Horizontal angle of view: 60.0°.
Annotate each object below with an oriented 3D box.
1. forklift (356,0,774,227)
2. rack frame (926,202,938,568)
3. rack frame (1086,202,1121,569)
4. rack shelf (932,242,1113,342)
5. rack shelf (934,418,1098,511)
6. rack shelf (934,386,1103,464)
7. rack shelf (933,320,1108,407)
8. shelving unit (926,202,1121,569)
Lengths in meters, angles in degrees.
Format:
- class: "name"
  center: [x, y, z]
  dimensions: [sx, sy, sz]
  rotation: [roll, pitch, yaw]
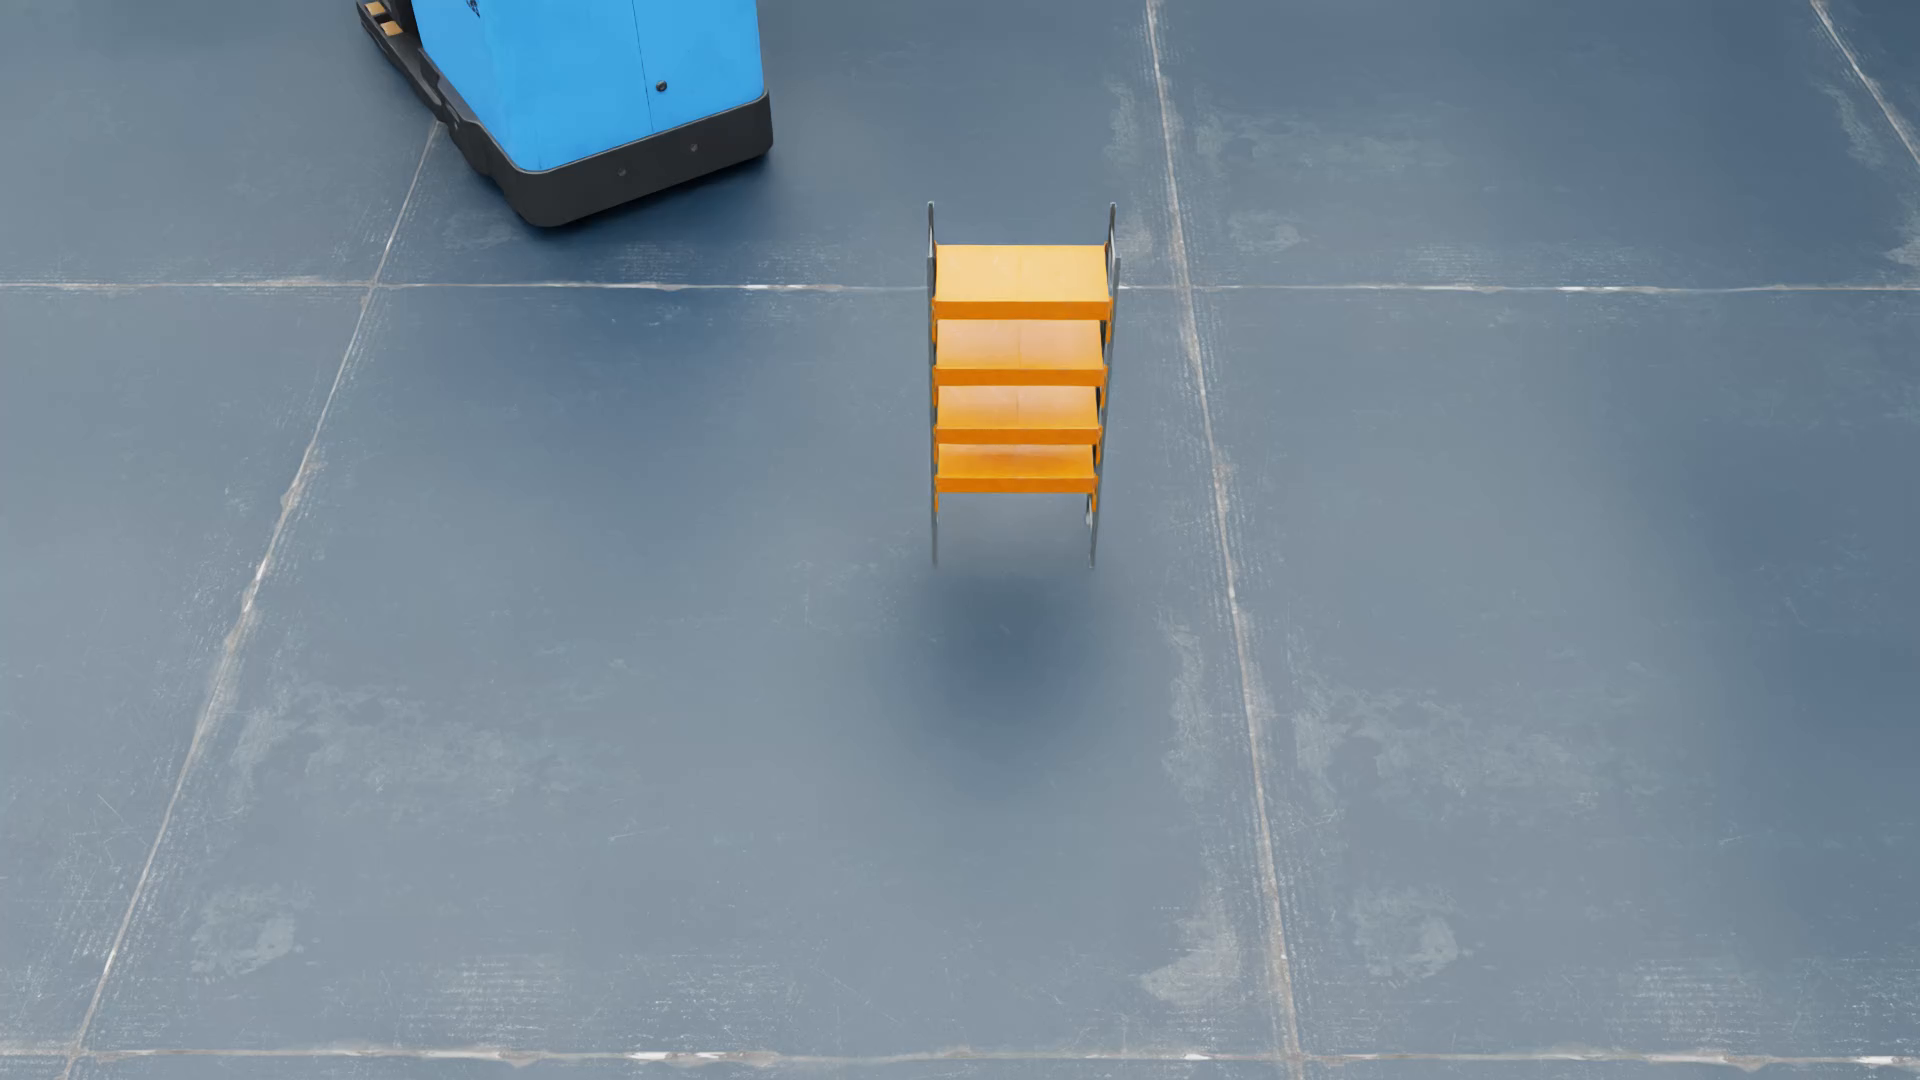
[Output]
- class: "forklift"
  center: [-1.962, -3.234, 6.258]
  dimensions: [1.130, 2.935, 3.031]
  rotation: [-25, 52, -22]
- class: "rack frame"
  center: [-0.078, -0.409, 4.811]
  dimensions: [0.015, 1.200, 0.240]
  rotation: [0, 47, 0]
- class: "rack frame"
  center: [0.410, -0.408, 4.810]
  dimensions: [0.015, 1.200, 0.240]
  rotation: [0, 47, 0]
- class: "rack shelf"
  center: [0.166, -0.676, 4.523]
  dimensions: [0.480, 0.148, 0.258]
  rotation: [0, 47, 0]
- class: "rack shelf"
  center: [0.166, -0.227, 5.005]
  dimensions: [0.480, 0.148, 0.258]
  rotation: [0, 47, 0]
- class: "rack shelf"
  center: [0.166, -0.363, 4.860]
  dimensions: [0.480, 0.148, 0.258]
  rotation: [0, 47, 0]
- class: "rack shelf"
  center: [0.166, -0.515, 4.696]
  dimensions: [0.480, 0.148, 0.258]
  rotation: [0, 47, 0]
- class: "shelving unit"
  center: [0.166, -0.408, 4.810]
  dimensions: [0.503, 1.200, 0.258]
  rotation: [0, 47, 0]
